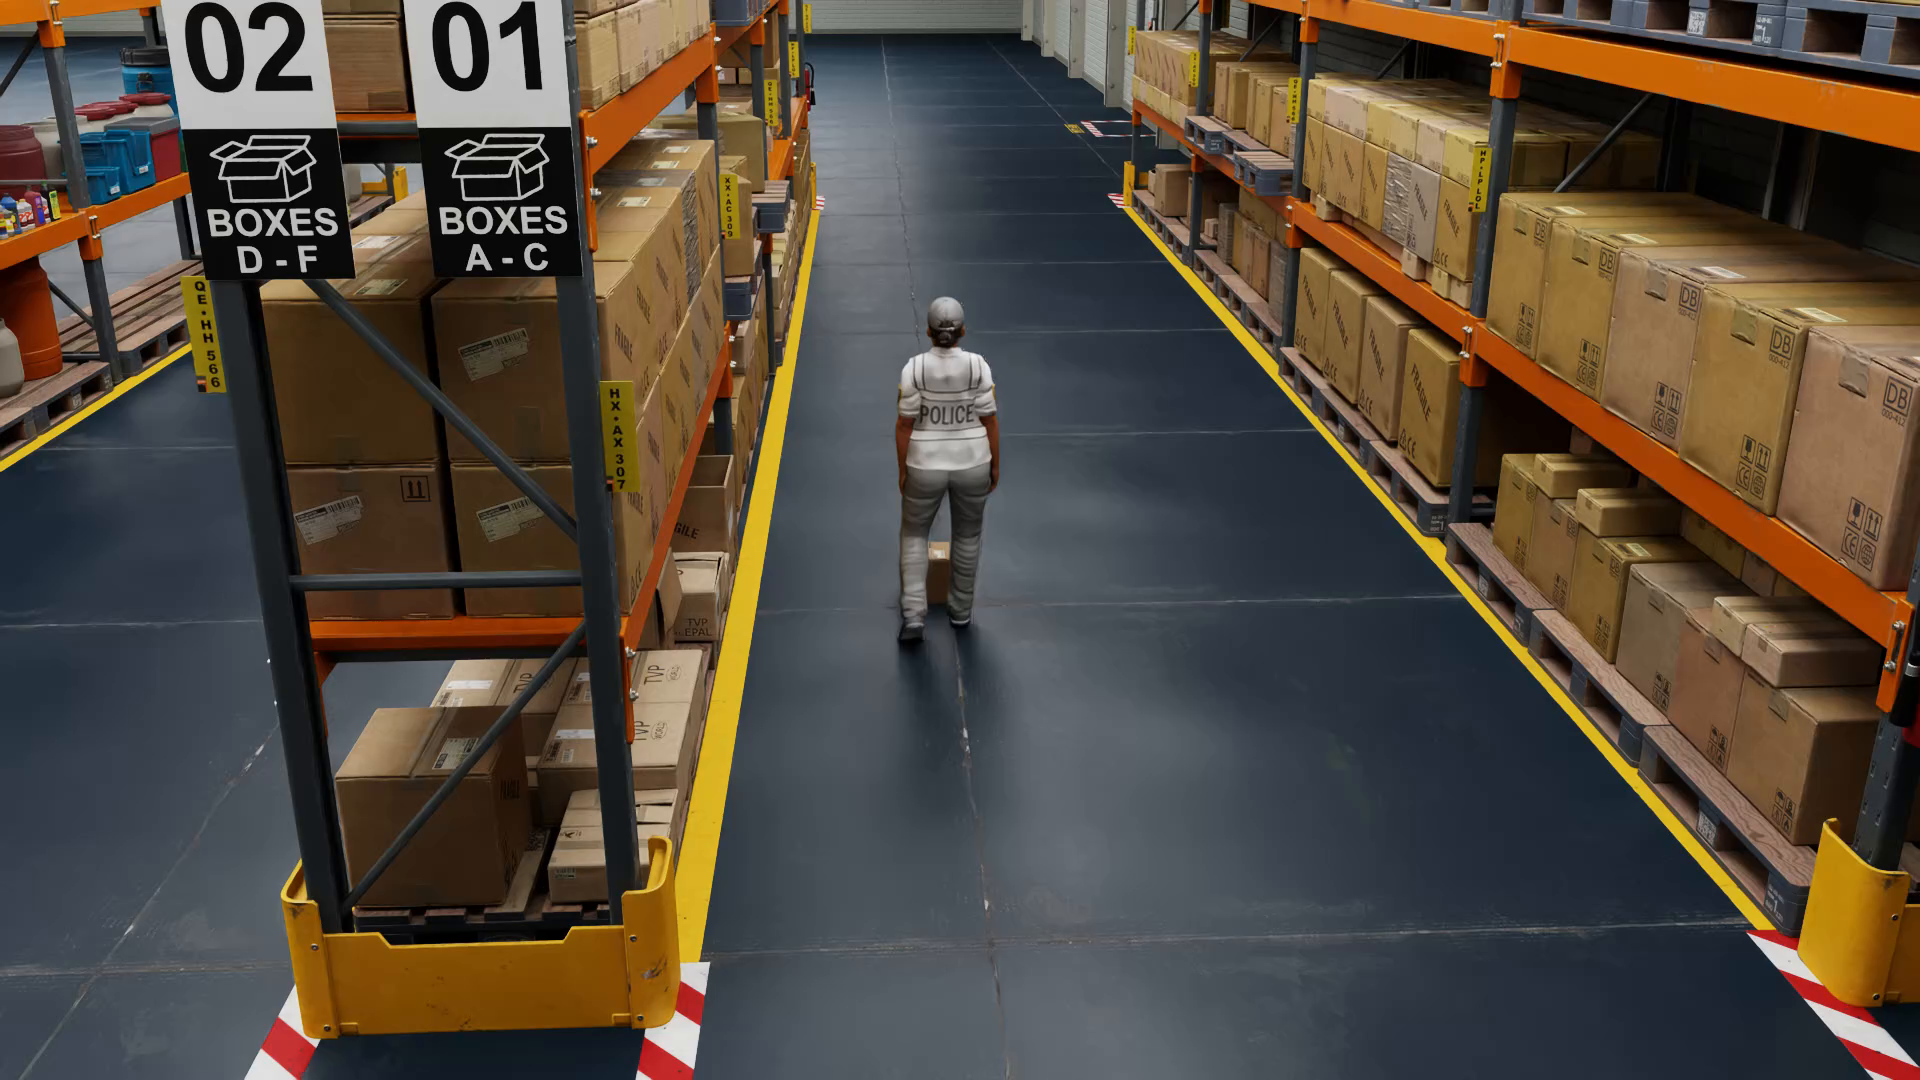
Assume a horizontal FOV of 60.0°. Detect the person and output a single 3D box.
[{"bbox_3d":[-0.061,-0.340,7.984,0.505,1.674,0.560,-1,21,-3],"label":"person"}]
